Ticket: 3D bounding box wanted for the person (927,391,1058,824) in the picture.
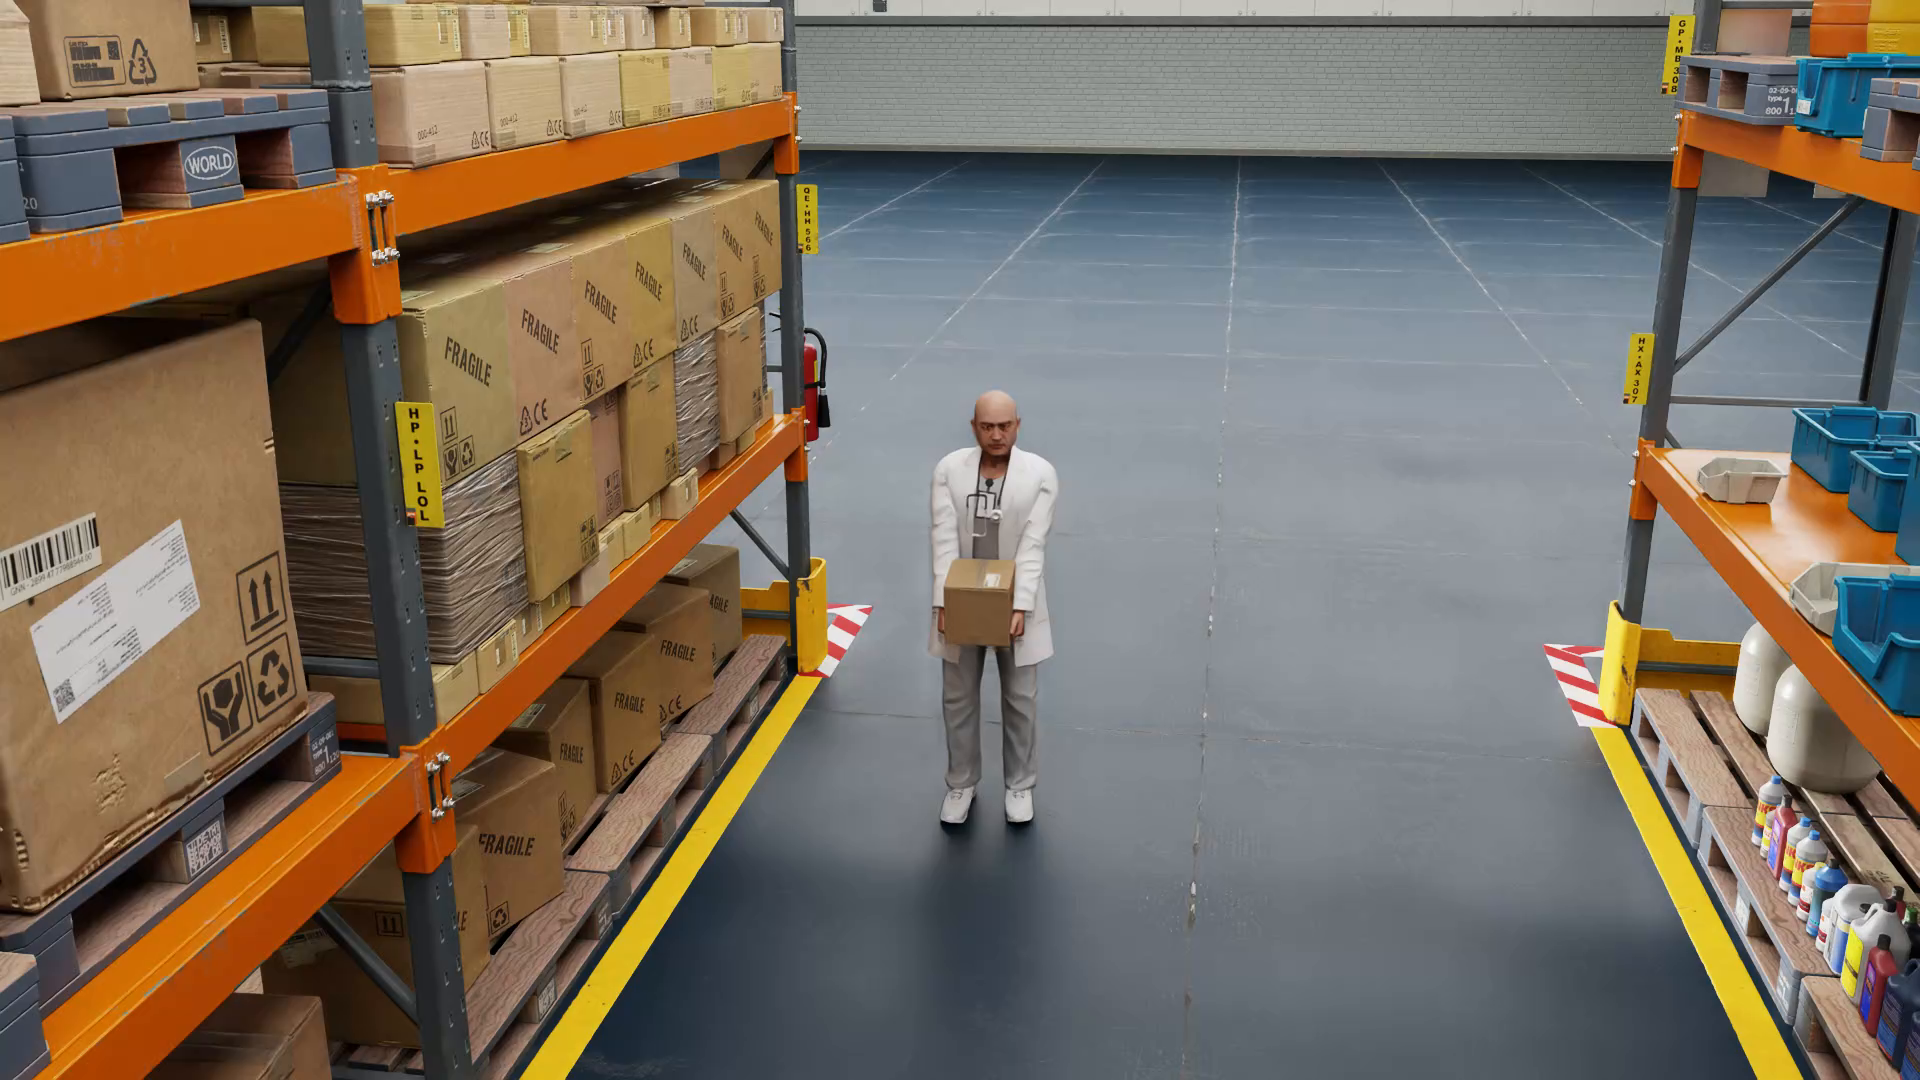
[{"bbox_3d":[0.115,0.292,6.665,0.524,1.780,0.569,2,18,8],"label":"person"}]
